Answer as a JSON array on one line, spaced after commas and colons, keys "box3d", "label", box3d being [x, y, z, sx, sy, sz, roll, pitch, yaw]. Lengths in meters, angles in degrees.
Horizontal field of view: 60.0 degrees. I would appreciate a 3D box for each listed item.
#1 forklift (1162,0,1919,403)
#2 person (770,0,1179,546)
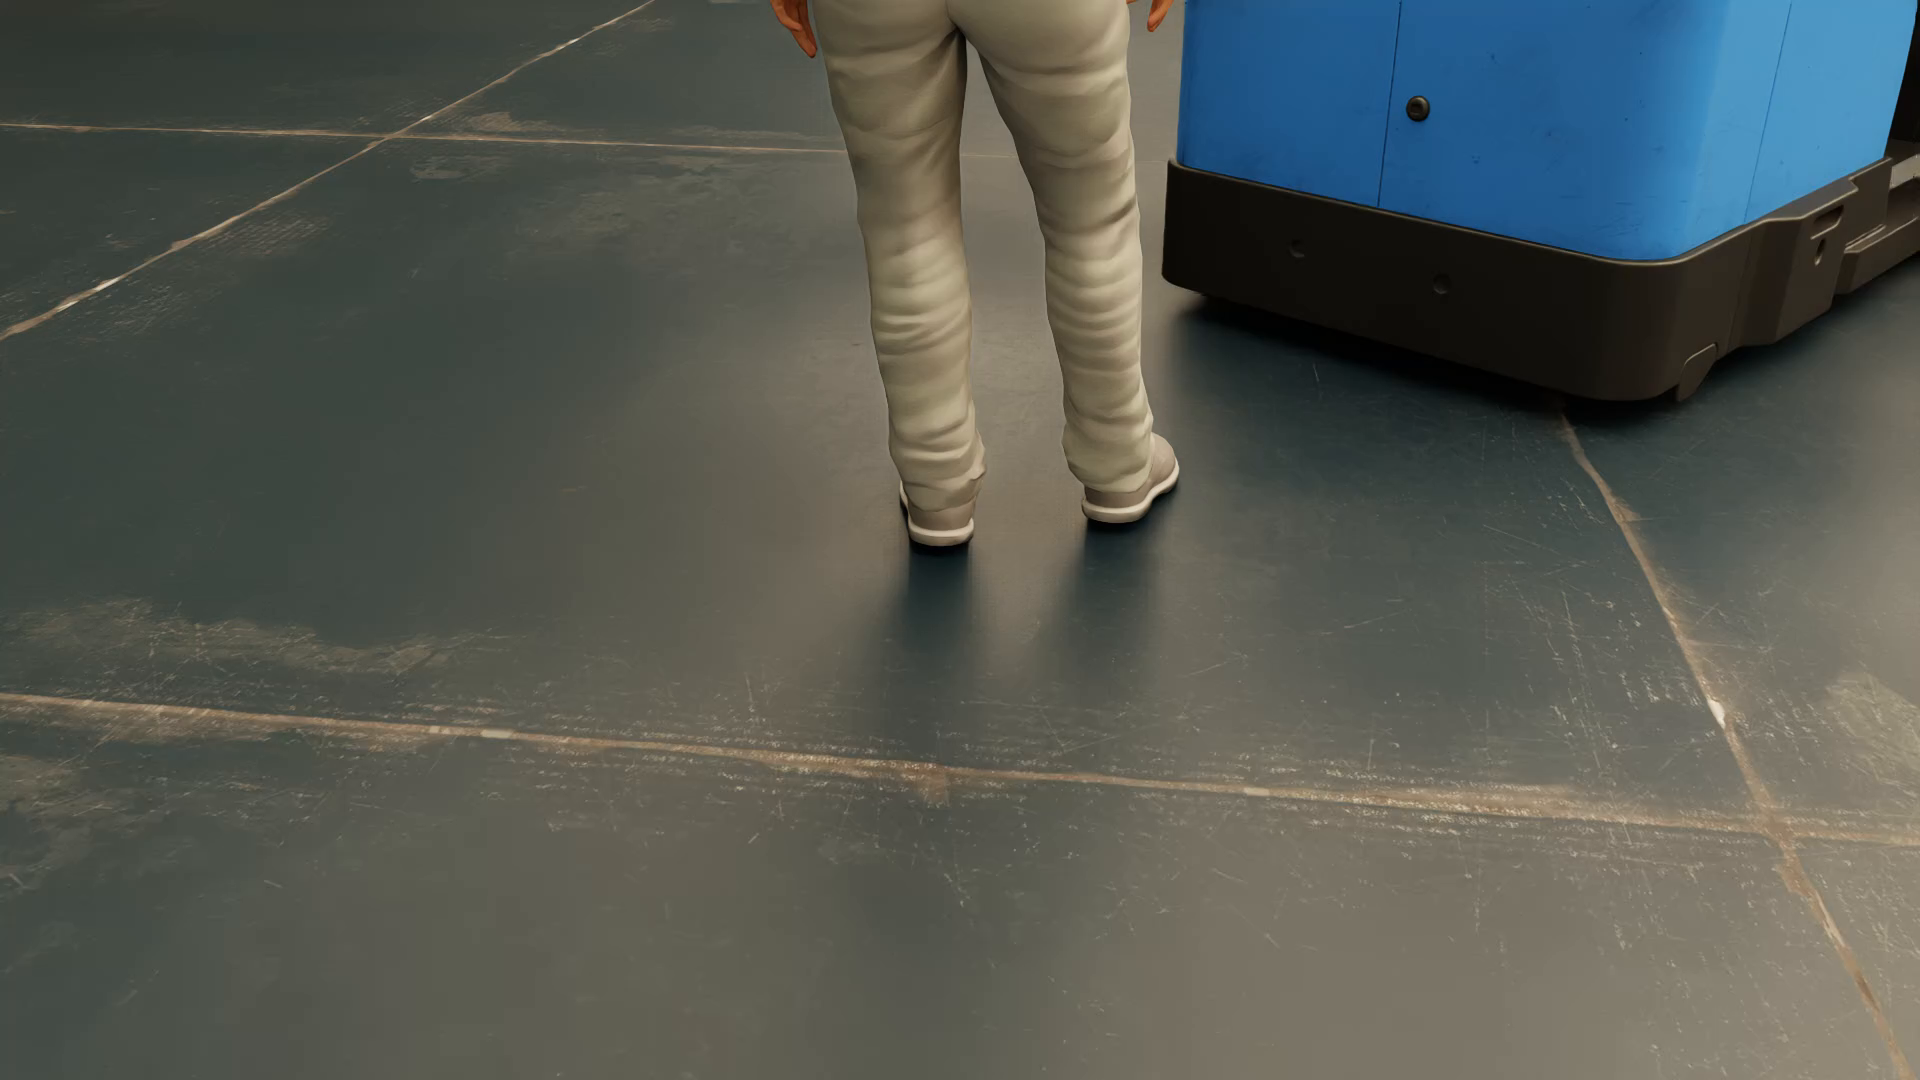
[{"box3d": [1.812, -2.105, 3.437, 1.130, 2.935, 3.031, 24, 35, 39], "label": "forklift"}, {"box3d": [0.033, -0.784, 2.190, 0.598, 1.670, 0.529, 3, 27, 7], "label": "person"}]
